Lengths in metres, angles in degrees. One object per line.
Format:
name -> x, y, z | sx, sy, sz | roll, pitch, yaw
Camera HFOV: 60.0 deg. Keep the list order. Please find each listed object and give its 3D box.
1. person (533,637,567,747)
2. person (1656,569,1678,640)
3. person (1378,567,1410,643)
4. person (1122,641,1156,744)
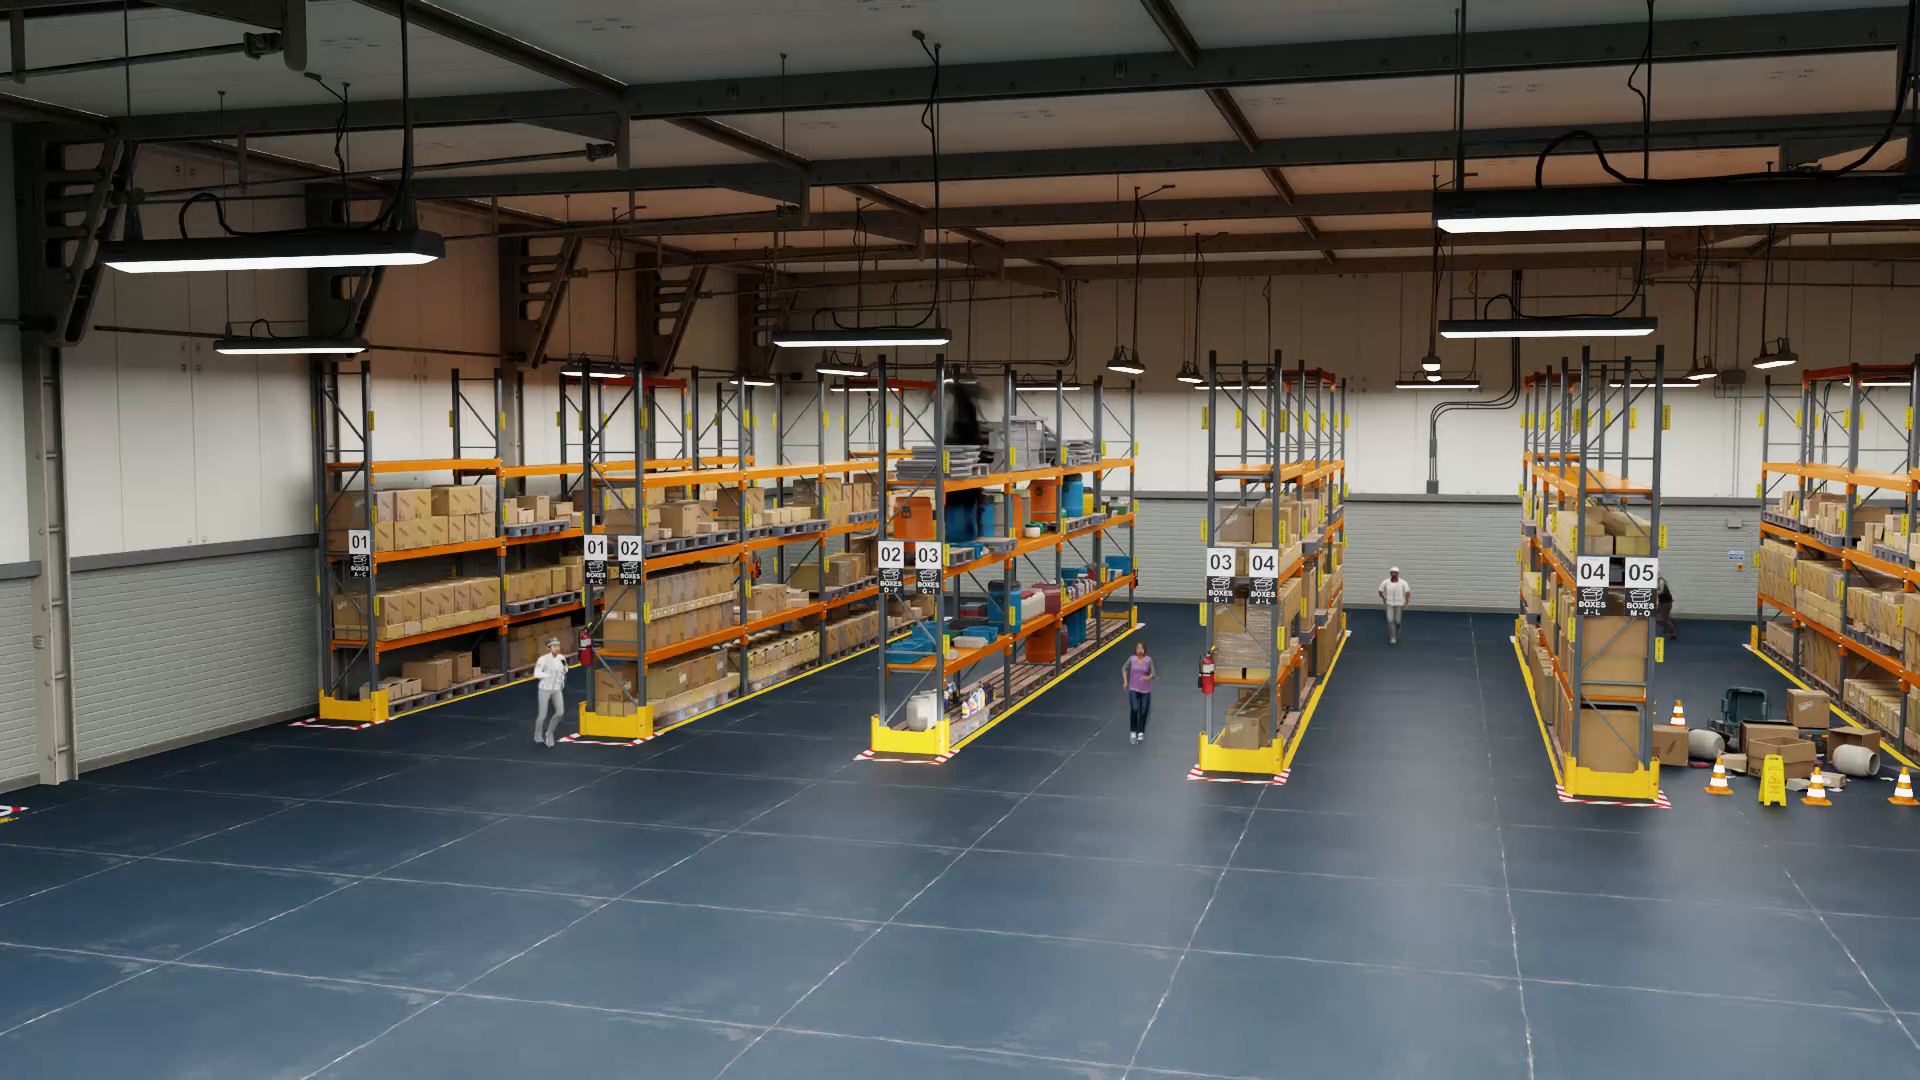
person -> -6.276, 2.342, 25.654 | 0.615, 1.712, 0.673 | -3, 5, -34
person -> 16.025, 1.454, 38.061 | 0.812, 1.645, 0.645 | 0, 4, 6
person -> 9.826, 1.460, 37.661 | 0.702, 1.726, 0.598 | 1, 4, 15
person -> 2.771, 2.361, 25.754 | 0.505, 1.592, 0.662 | 0, 4, 2
